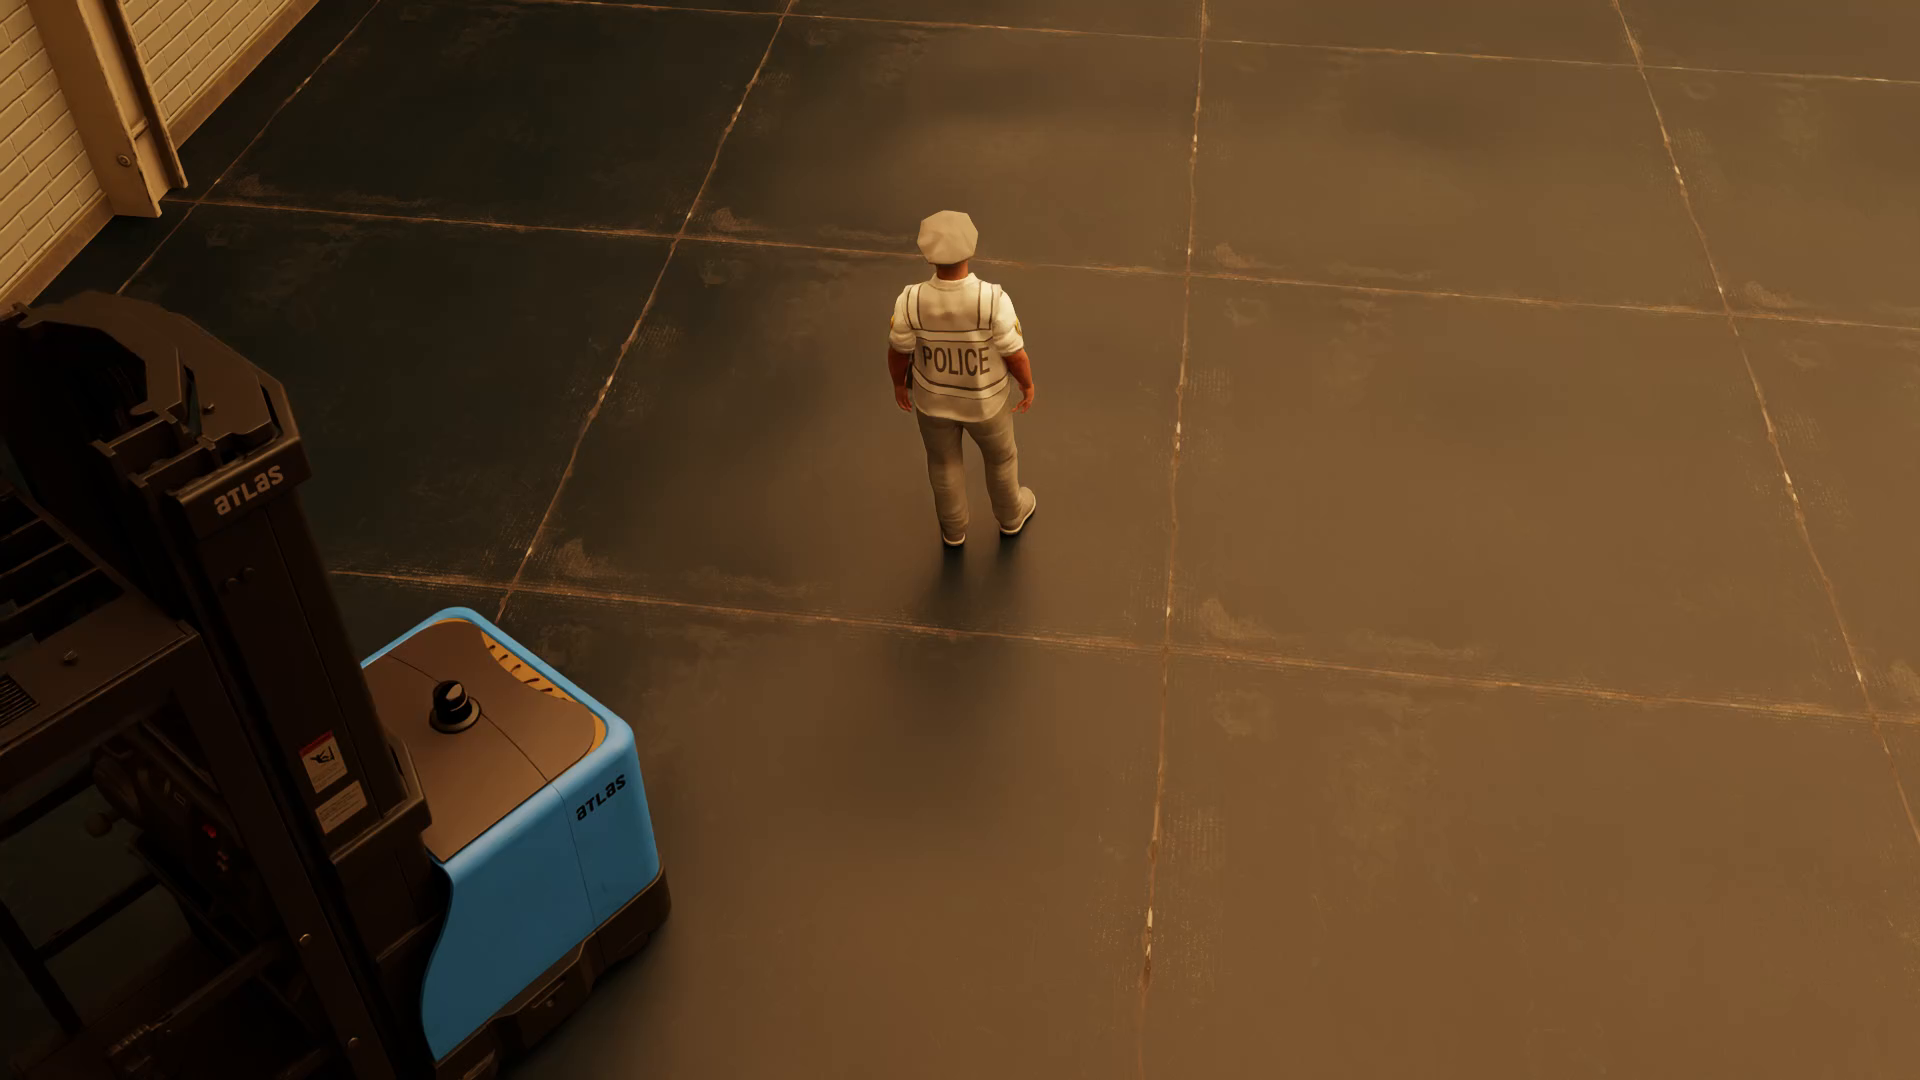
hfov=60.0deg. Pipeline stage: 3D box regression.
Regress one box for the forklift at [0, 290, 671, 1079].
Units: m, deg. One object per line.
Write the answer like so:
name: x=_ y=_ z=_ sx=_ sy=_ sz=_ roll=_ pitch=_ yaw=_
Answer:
forklift: x=-2.427 y=0.900 z=4.745 sx=1.130 sy=2.935 sz=3.031 roll=30 pitch=50 yaw=28

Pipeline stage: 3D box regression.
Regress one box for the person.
person: x=0.023 y=-0.712 z=7.339 sx=0.640 sy=1.781 sz=0.575 roll=5 pitch=43 yaw=6
